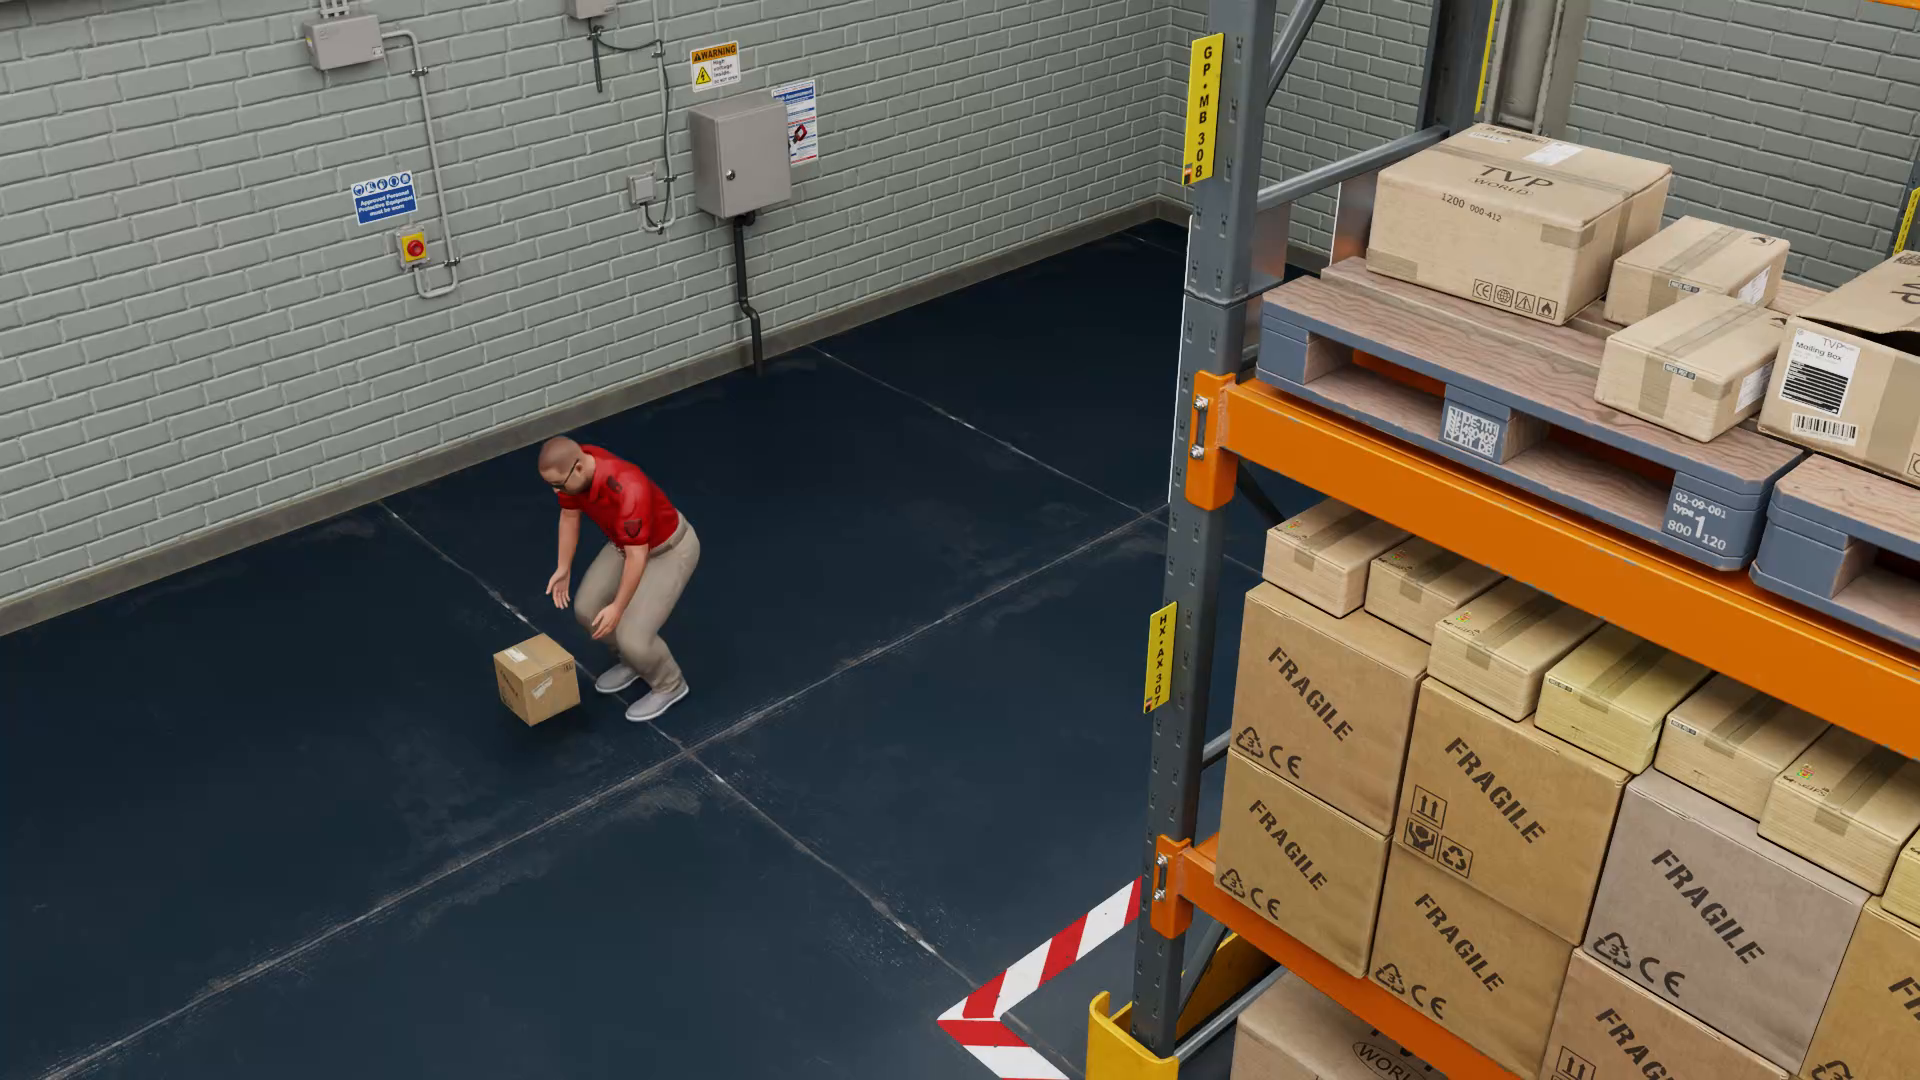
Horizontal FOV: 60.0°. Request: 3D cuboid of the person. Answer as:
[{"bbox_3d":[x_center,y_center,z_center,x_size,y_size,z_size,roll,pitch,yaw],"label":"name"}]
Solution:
[{"bbox_3d":[-1.451,0.116,7.248,0.686,1.439,0.590,-26,40,-35],"label":"person"}]
